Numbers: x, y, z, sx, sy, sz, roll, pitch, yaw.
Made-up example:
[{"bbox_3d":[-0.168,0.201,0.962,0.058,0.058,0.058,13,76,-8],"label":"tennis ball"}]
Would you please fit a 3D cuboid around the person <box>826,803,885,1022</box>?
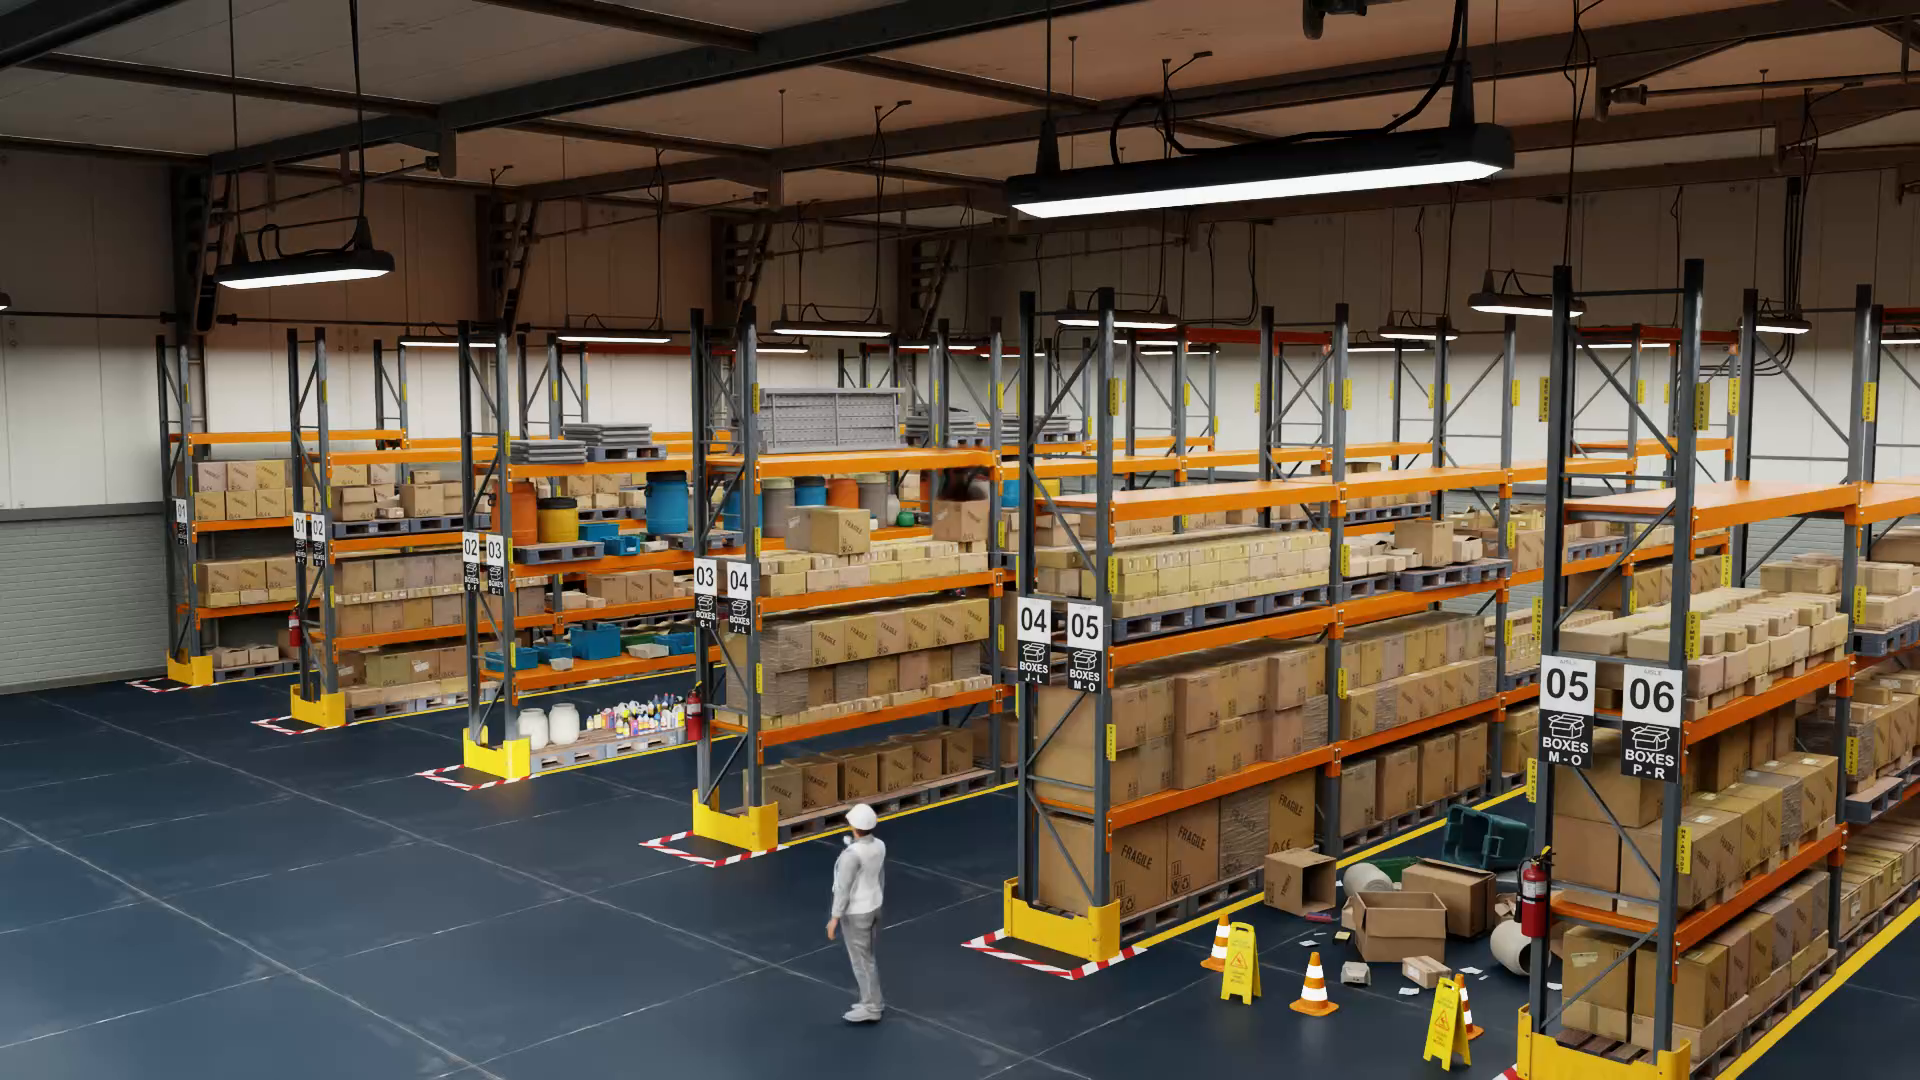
[{"bbox_3d":[-0.818,3.026,13.490,0.421,1.797,0.615,2,6,20],"label":"person"}]
